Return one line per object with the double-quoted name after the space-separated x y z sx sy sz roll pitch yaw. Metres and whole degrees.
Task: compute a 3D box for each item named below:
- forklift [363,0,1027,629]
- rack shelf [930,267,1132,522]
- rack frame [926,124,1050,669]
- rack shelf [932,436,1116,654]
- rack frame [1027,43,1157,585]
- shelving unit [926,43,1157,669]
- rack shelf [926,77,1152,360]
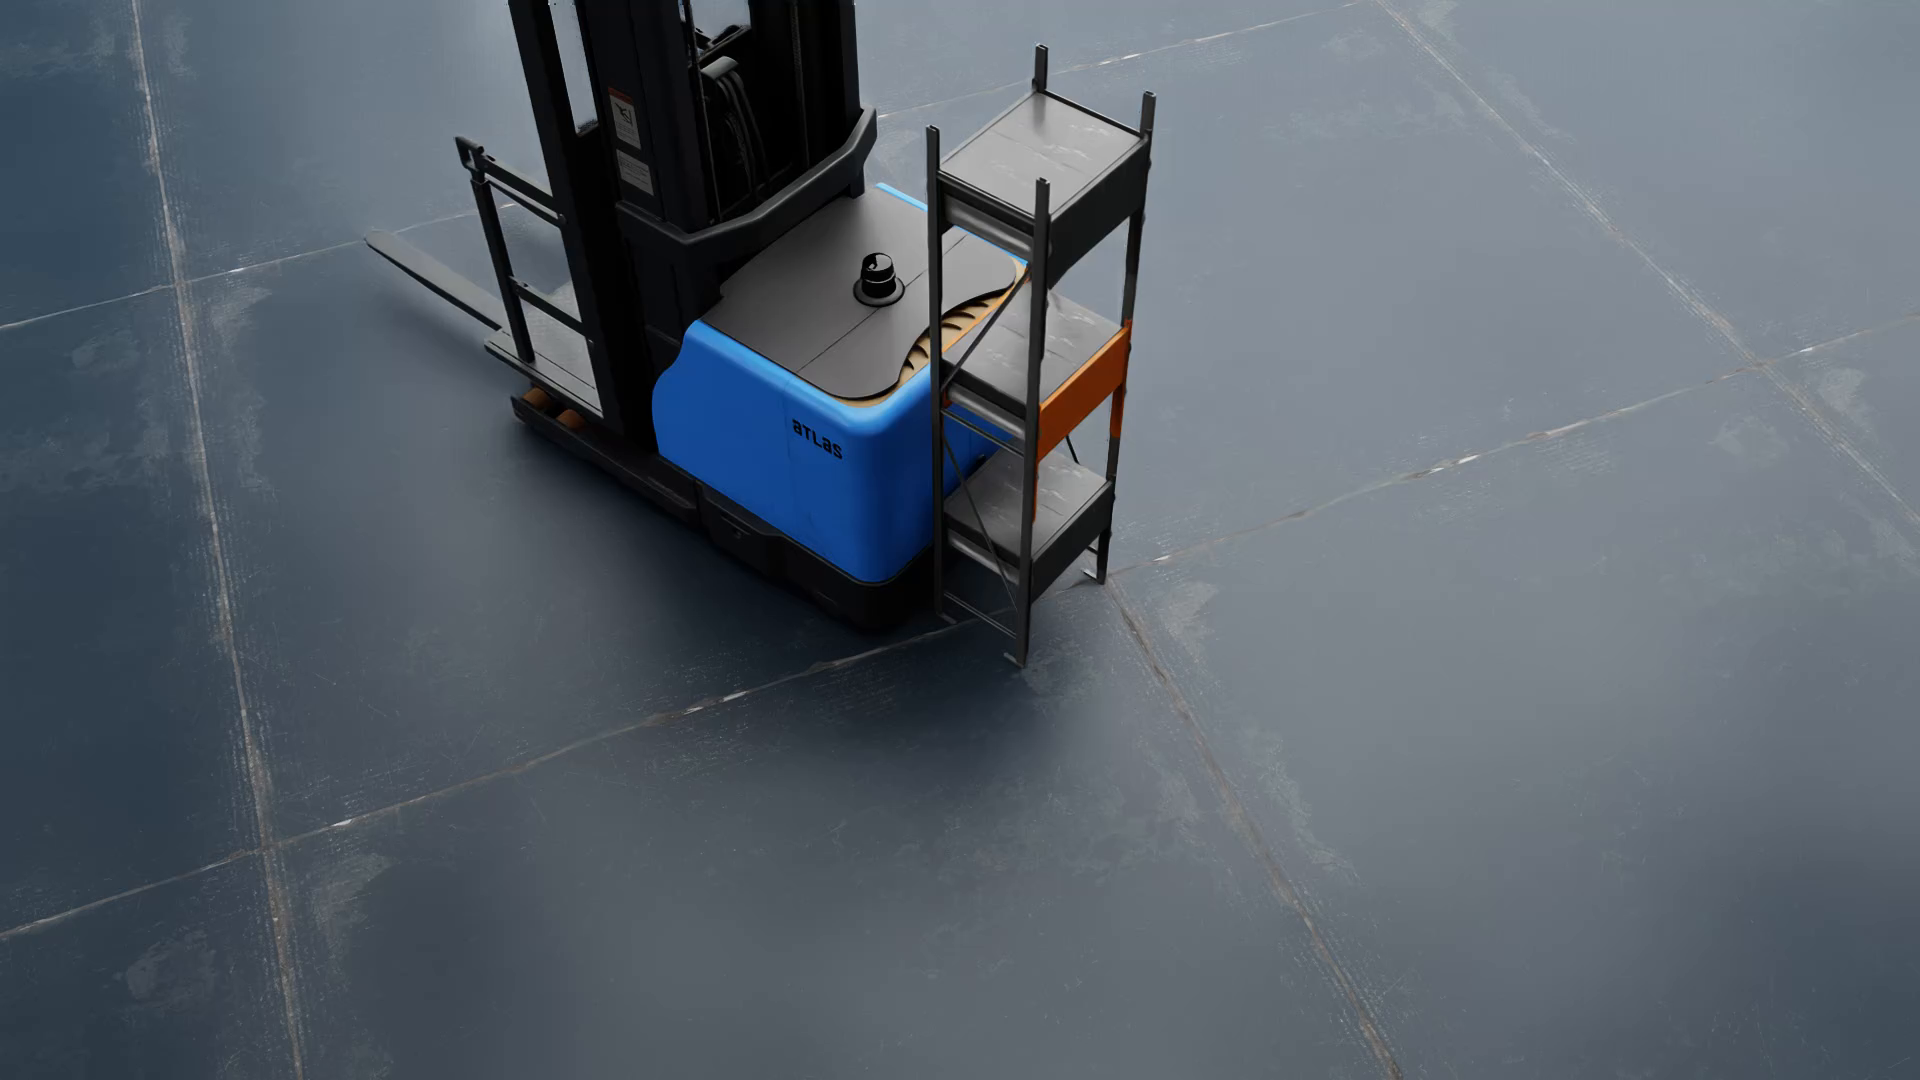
-1.144 -1.586 5.680 3.031 2.935 1.130 31 56 24 "forklift"
0.222 -0.463 5.282 0.431 0.518 0.480 31 56 24 "rack shelf"
0.071 -0.327 5.147 0.400 2.100 0.015 31 56 24 "rack frame"
0.222 -0.007 5.813 0.431 0.518 0.480 31 56 24 "rack shelf"
0.374 -0.617 5.396 0.400 2.100 0.015 31 56 24 "rack frame"
0.222 -0.472 5.272 0.431 2.100 0.503 31 56 24 "shelving unit"
0.222 -0.919 4.751 0.431 0.518 0.480 31 56 24 "rack shelf"
